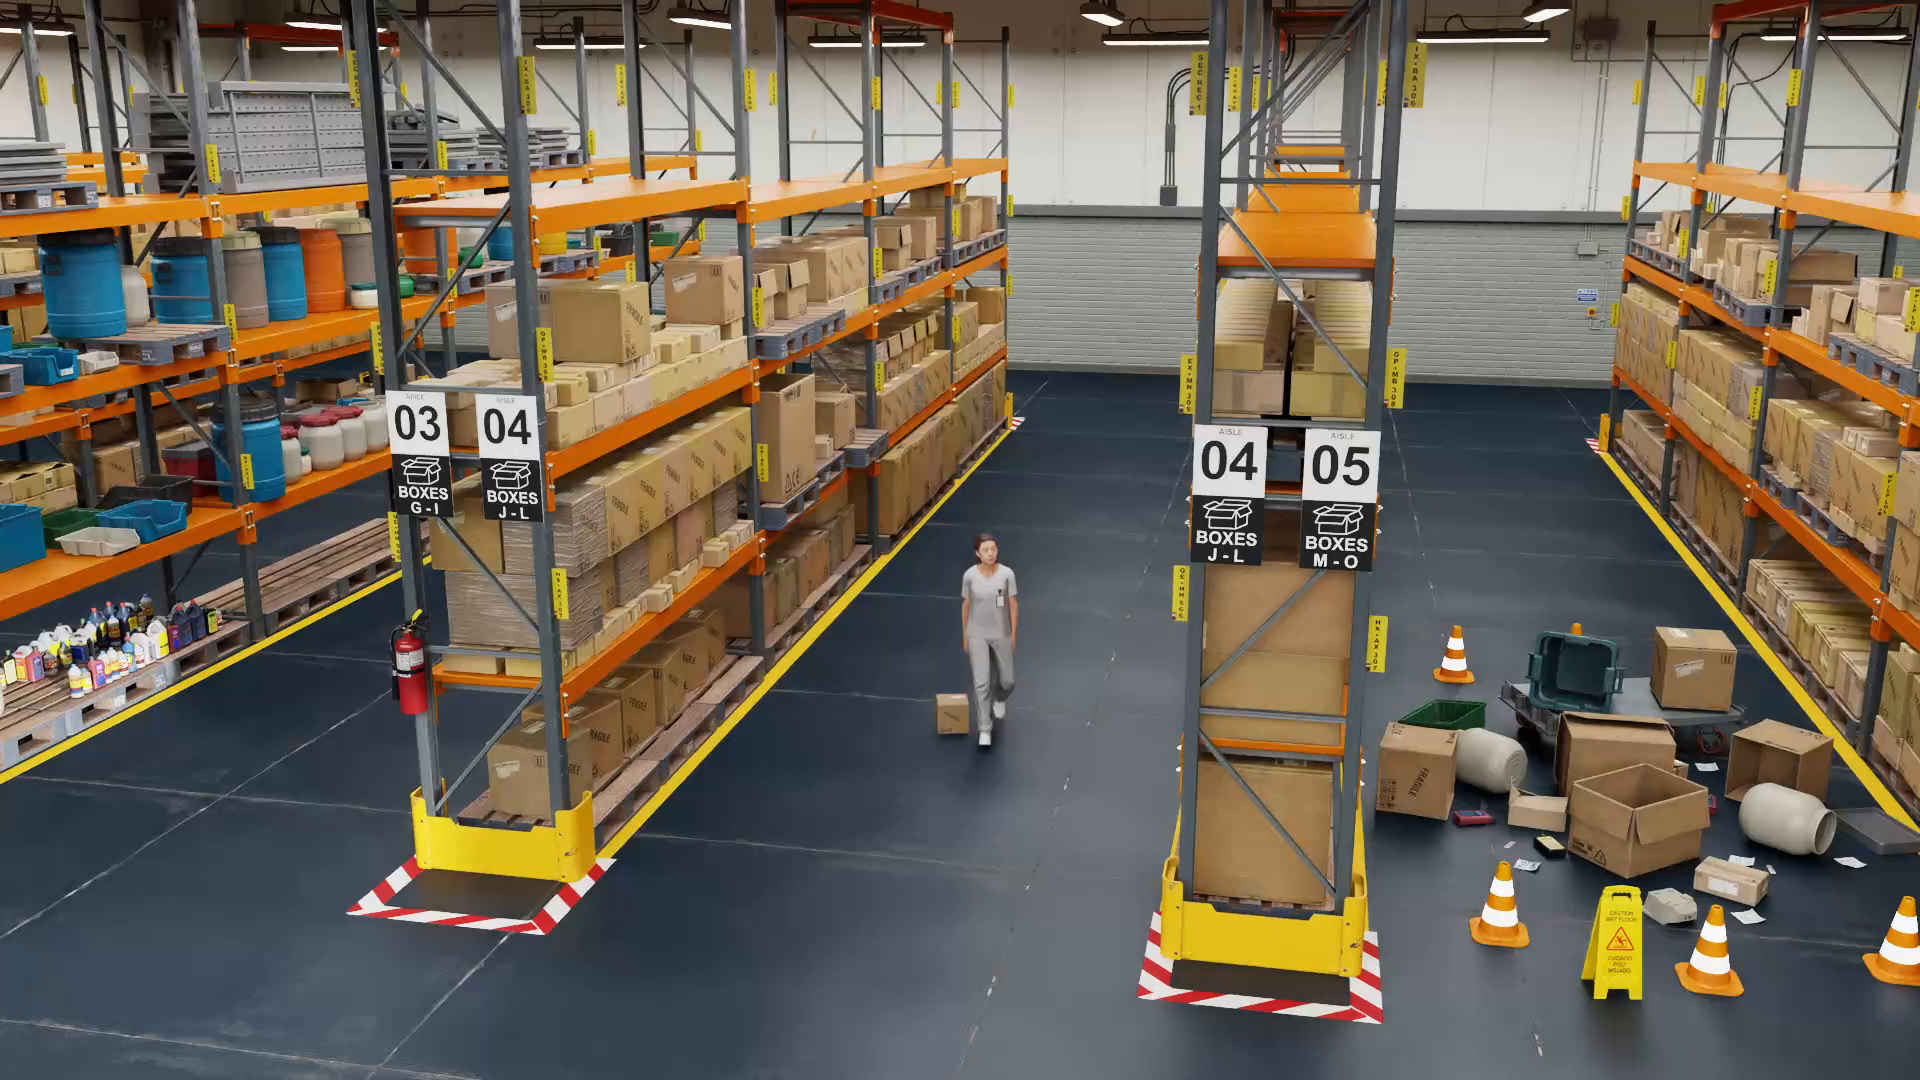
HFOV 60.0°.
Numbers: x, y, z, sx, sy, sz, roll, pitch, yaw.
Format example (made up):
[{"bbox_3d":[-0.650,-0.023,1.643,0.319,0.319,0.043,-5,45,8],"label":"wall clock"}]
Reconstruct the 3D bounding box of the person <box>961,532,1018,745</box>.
[{"bbox_3d":[0.230,0.744,13.132,0.447,1.649,0.675,-1,15,-3],"label":"person"}]
